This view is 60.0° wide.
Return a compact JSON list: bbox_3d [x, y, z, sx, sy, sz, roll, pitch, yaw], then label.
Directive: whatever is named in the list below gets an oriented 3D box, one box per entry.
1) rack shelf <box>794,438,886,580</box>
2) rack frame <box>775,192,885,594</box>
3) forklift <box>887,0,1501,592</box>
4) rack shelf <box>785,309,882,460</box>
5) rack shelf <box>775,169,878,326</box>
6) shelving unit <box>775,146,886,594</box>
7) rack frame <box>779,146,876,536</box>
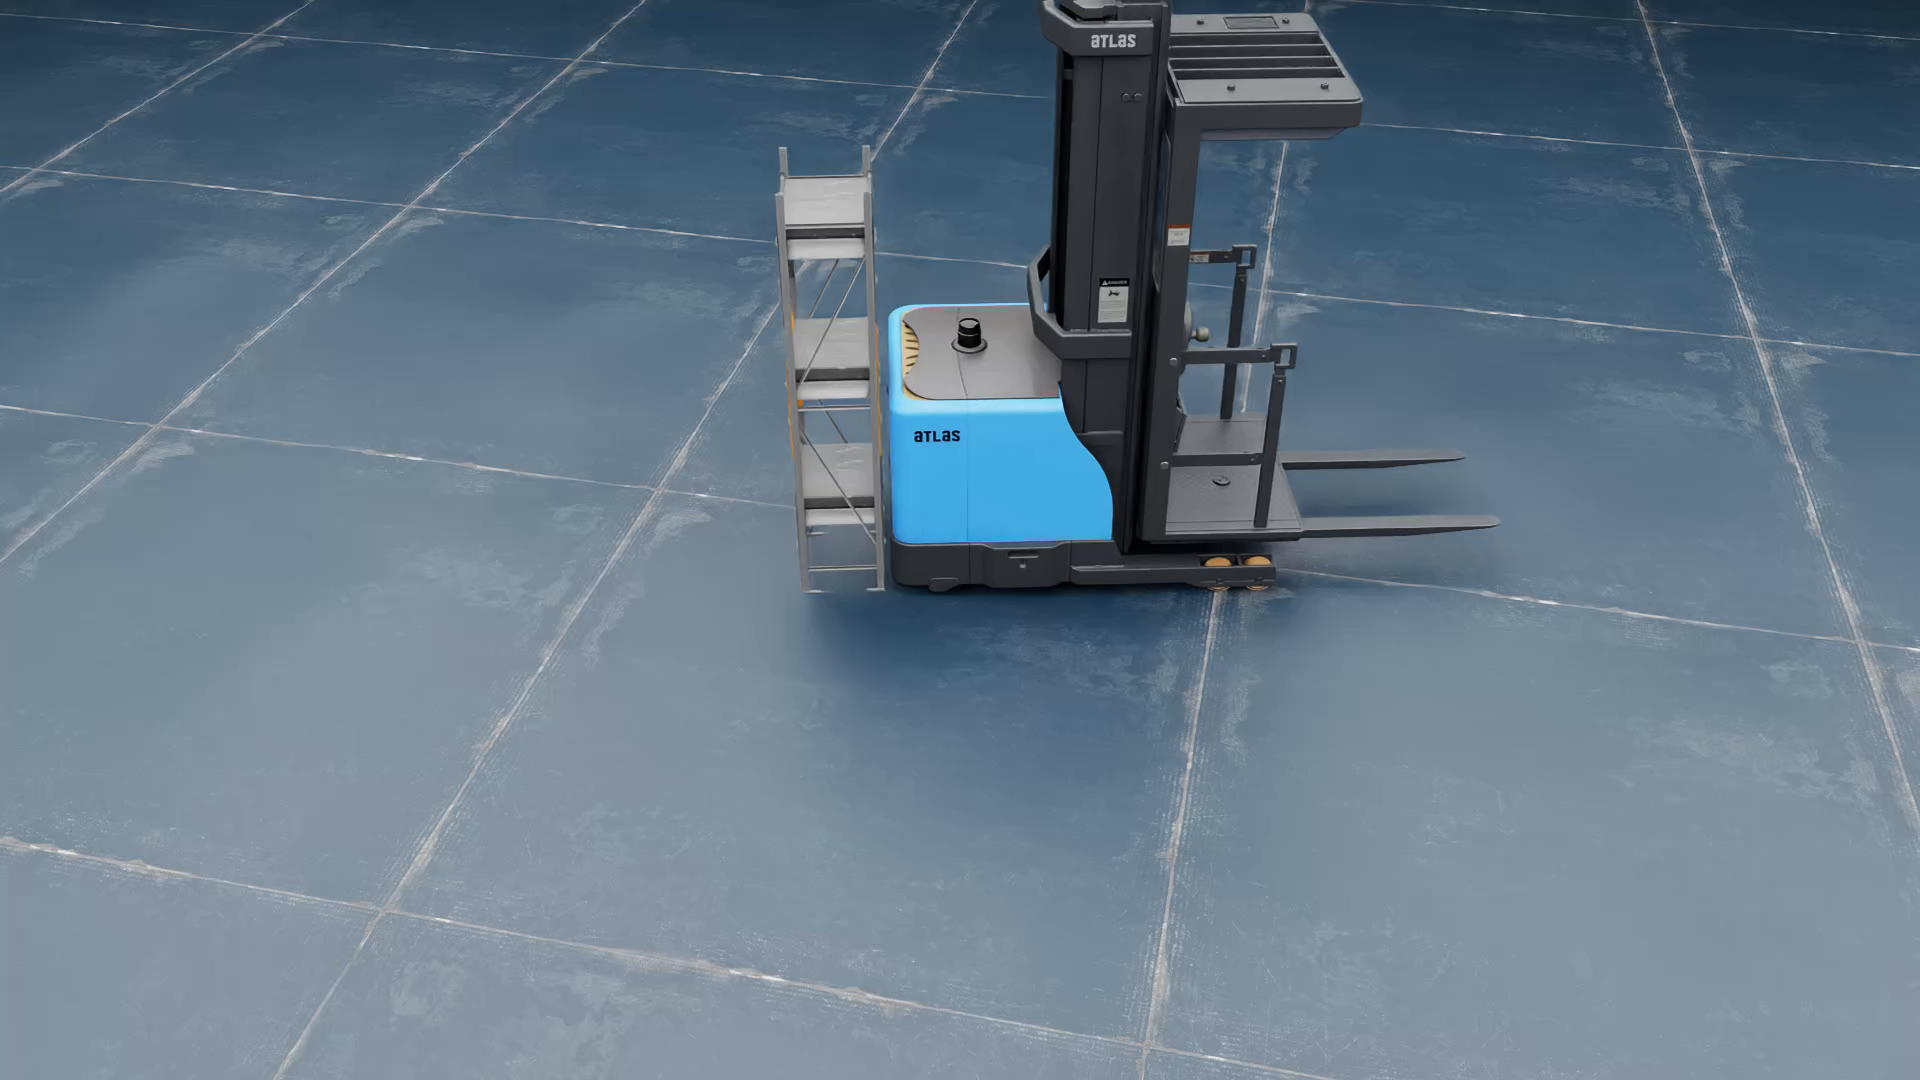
[{"bbox_3d":[-0.584,-0.161,8.169,0.431,0.518,0.480,-2,36,-3],"label":"rack shelf"},{"bbox_3d":[-0.571,-0.596,7.553,0.400,2.100,0.015,-2,36,-3],"label":"rack frame"},{"bbox_3d":[1.160,-1.246,7.742,3.031,2.935,1.130,-1,36,-2],"label":"forklift"},{"bbox_3d":[-0.584,-0.728,7.759,0.431,0.518,0.480,-2,36,-3],"label":"rack shelf"},{"bbox_3d":[-0.584,-1.295,7.348,0.431,0.518,0.480,-2,36,-3],"label":"rack shelf"},{"bbox_3d":[-0.584,-0.739,7.751,0.431,2.100,0.503,-2,36,-3],"label":"shelving unit"},{"bbox_3d":[-0.597,-0.882,7.948,0.400,2.100,0.015,-2,36,-3],"label":"rack frame"}]
